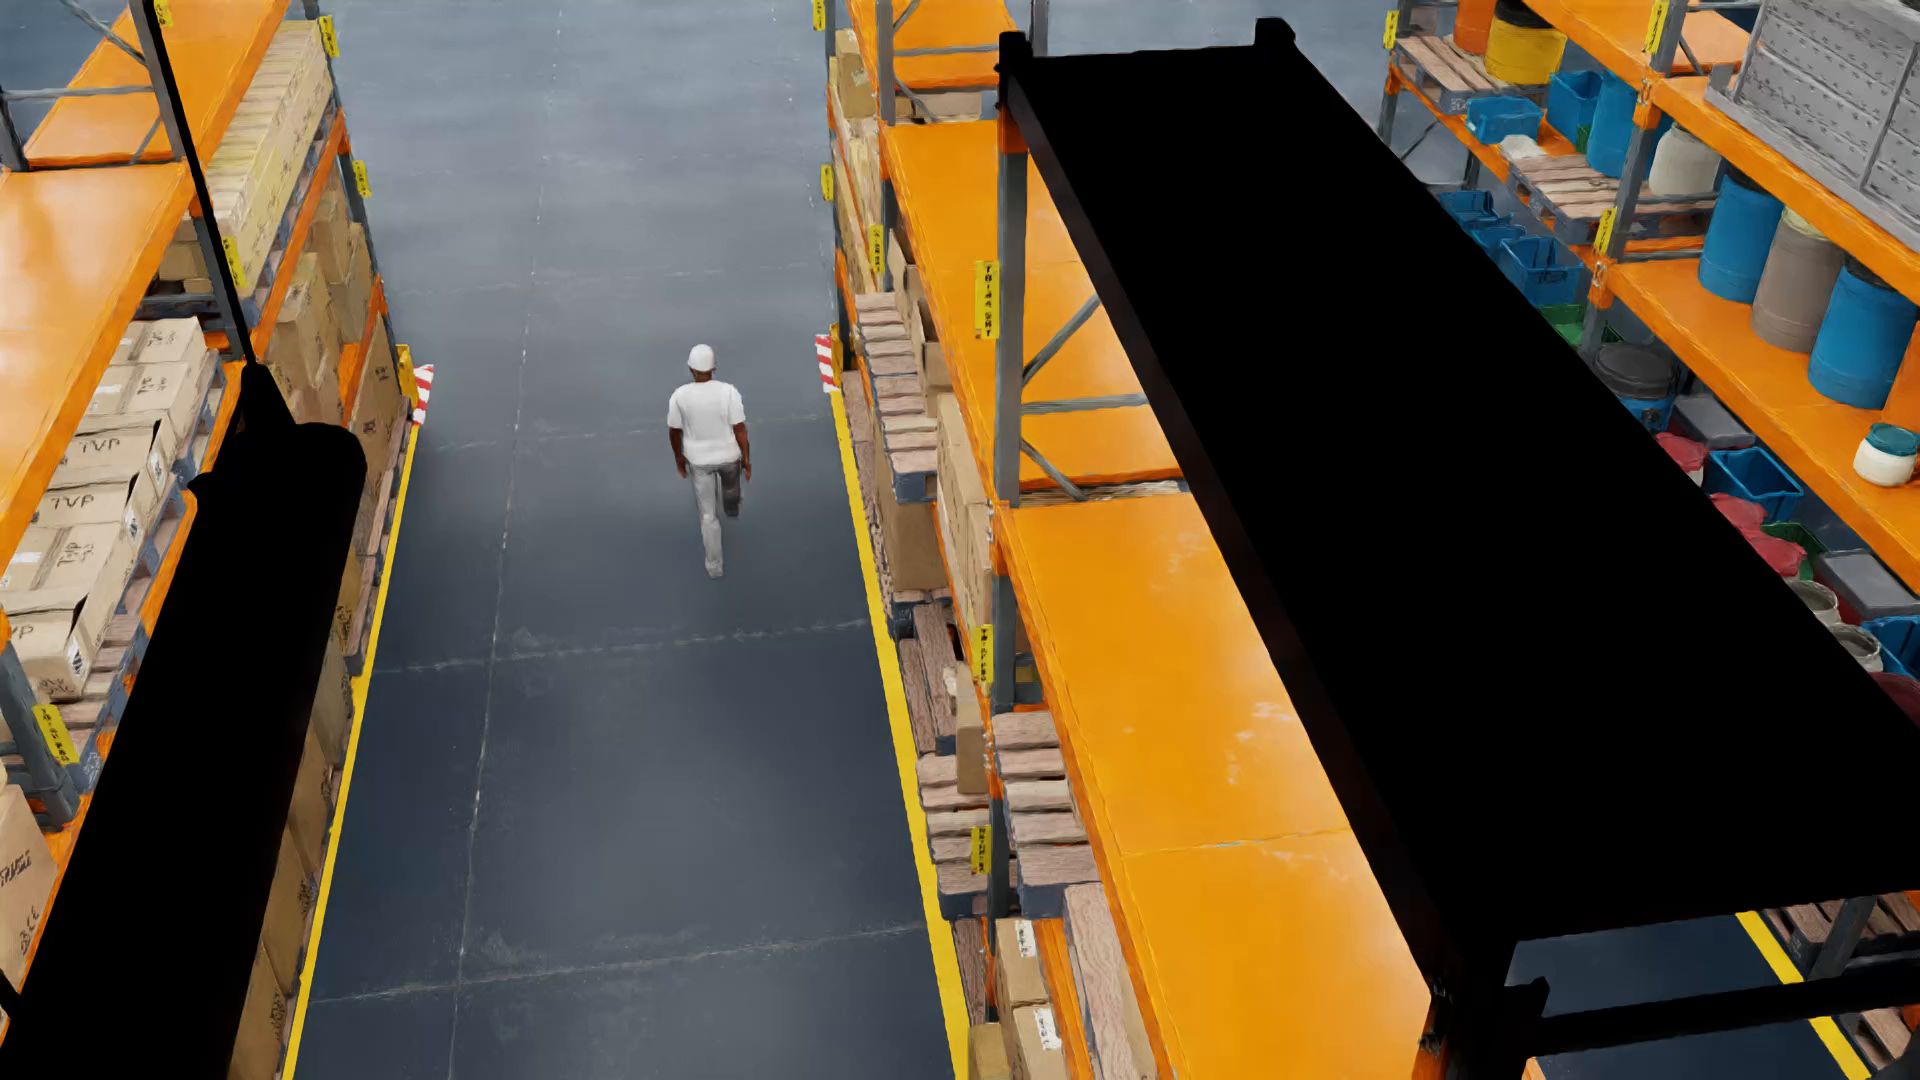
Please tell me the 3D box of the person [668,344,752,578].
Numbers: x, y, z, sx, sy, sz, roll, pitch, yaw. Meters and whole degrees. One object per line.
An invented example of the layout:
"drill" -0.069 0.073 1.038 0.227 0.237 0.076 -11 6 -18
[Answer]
"person" -1.874 -0.686 12.472 0.575 1.689 1.120 -7 37 -9
